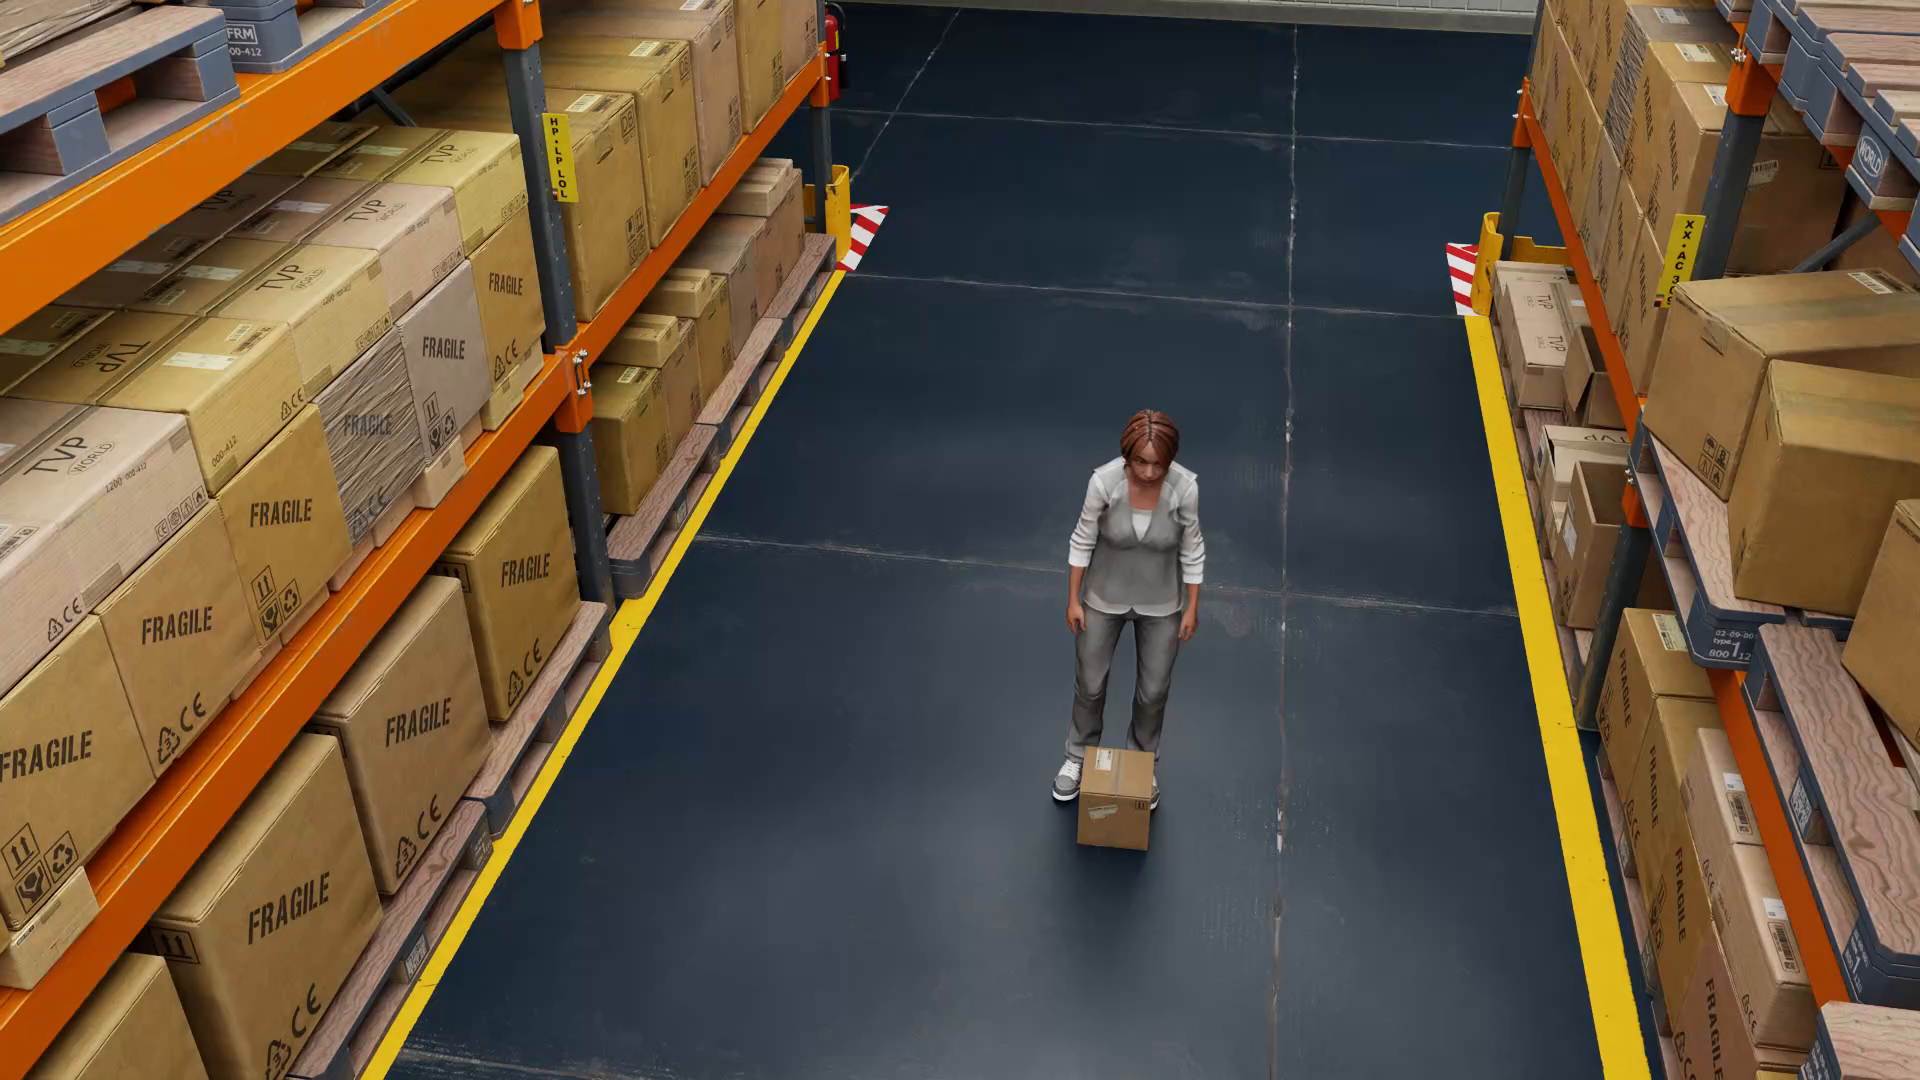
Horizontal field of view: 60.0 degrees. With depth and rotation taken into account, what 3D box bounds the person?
[{"bbox_3d":[0.594,0.234,5.786,0.485,1.593,0.344,3,33,5],"label":"person"}]
